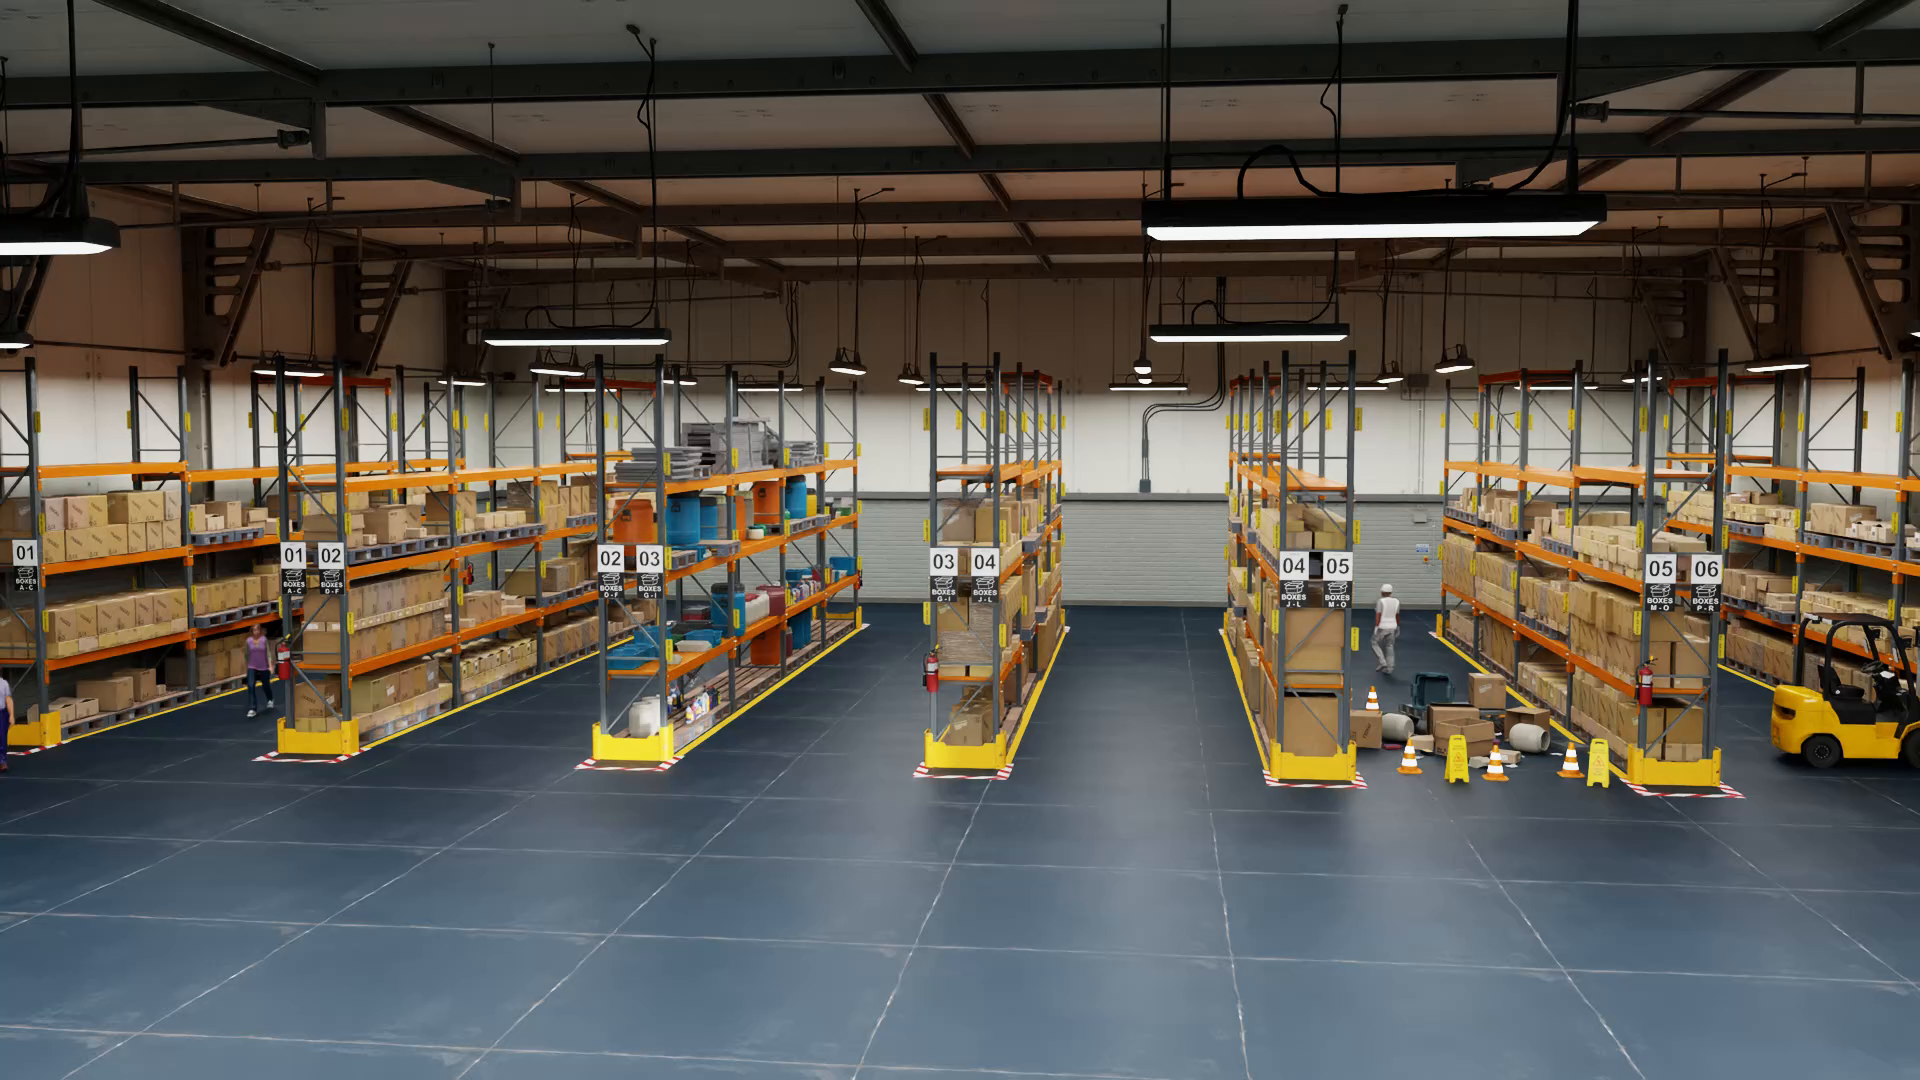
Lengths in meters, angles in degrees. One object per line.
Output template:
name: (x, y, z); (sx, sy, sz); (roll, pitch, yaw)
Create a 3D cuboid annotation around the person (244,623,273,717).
person: (-11.990, 2.191, 28.463); (0.496, 1.555, 0.899); (-1, 4, -9)

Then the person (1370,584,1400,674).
person: (8.498, 1.766, 33.148); (0.609, 1.786, 0.433); (-2, 4, -22)

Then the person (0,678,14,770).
person: (-13.666, 2.535, 23.481); (0.552, 1.632, 0.942); (-2, 5, -26)

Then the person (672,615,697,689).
person: (-5.105, 2.036, 30.650); (0.403, 1.554, 0.868); (3, 5, 34)
